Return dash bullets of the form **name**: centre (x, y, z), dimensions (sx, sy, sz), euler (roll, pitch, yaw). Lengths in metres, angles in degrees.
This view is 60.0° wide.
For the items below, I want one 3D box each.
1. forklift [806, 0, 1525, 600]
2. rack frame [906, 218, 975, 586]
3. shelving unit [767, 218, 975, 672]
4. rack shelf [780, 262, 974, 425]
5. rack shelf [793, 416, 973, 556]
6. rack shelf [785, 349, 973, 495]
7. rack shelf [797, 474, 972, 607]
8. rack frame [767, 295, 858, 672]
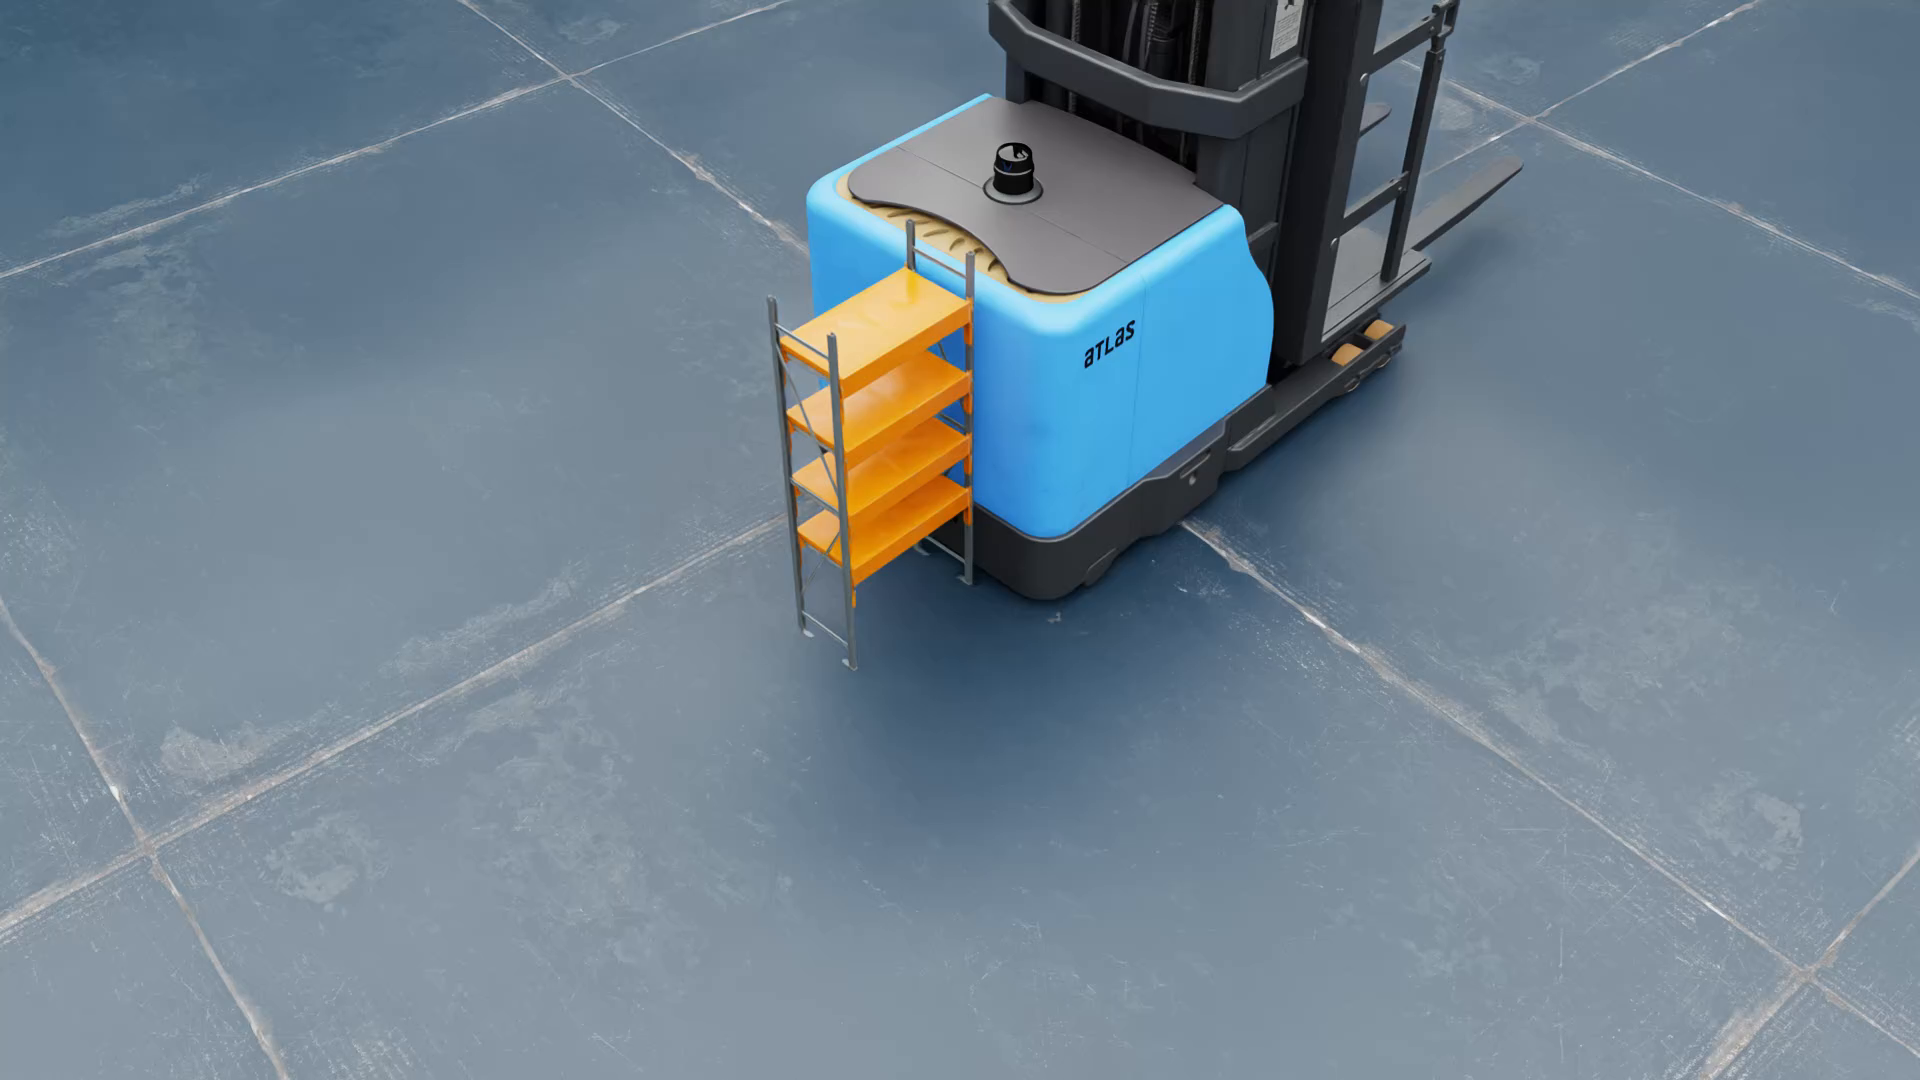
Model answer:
- **forklift**: centre (0.923, -1.803, 5.028), dimensions (1.130, 2.935, 3.031), euler (33, 52, 30)
- **rack frame**: centre (-0.053, -0.355, 4.752), dimensions (0.240, 1.200, 0.015), euler (33, 52, 30)
- **shelving unit**: centre (-0.221, -0.235, 4.623), dimensions (0.258, 1.200, 0.503), euler (33, 52, 30)
- **rack shelf**: centre (-0.221, -0.521, 4.354), dimensions (0.258, 0.148, 0.480), euler (33, 52, 30)
- **rack shelf**: centre (-0.221, -0.186, 4.669), dimensions (0.258, 0.148, 0.480), euler (33, 52, 30)
- **rack shelf**: centre (-0.221, -0.349, 4.516), dimensions (0.258, 0.148, 0.480), euler (33, 52, 30)
- **rack shelf**: centre (-0.221, -0.041, 4.805), dimensions (0.258, 0.148, 0.480), euler (33, 52, 30)
- **rack frame**: centre (-0.390, -0.114, 4.495), dimensions (0.240, 1.200, 0.015), euler (33, 52, 30)
